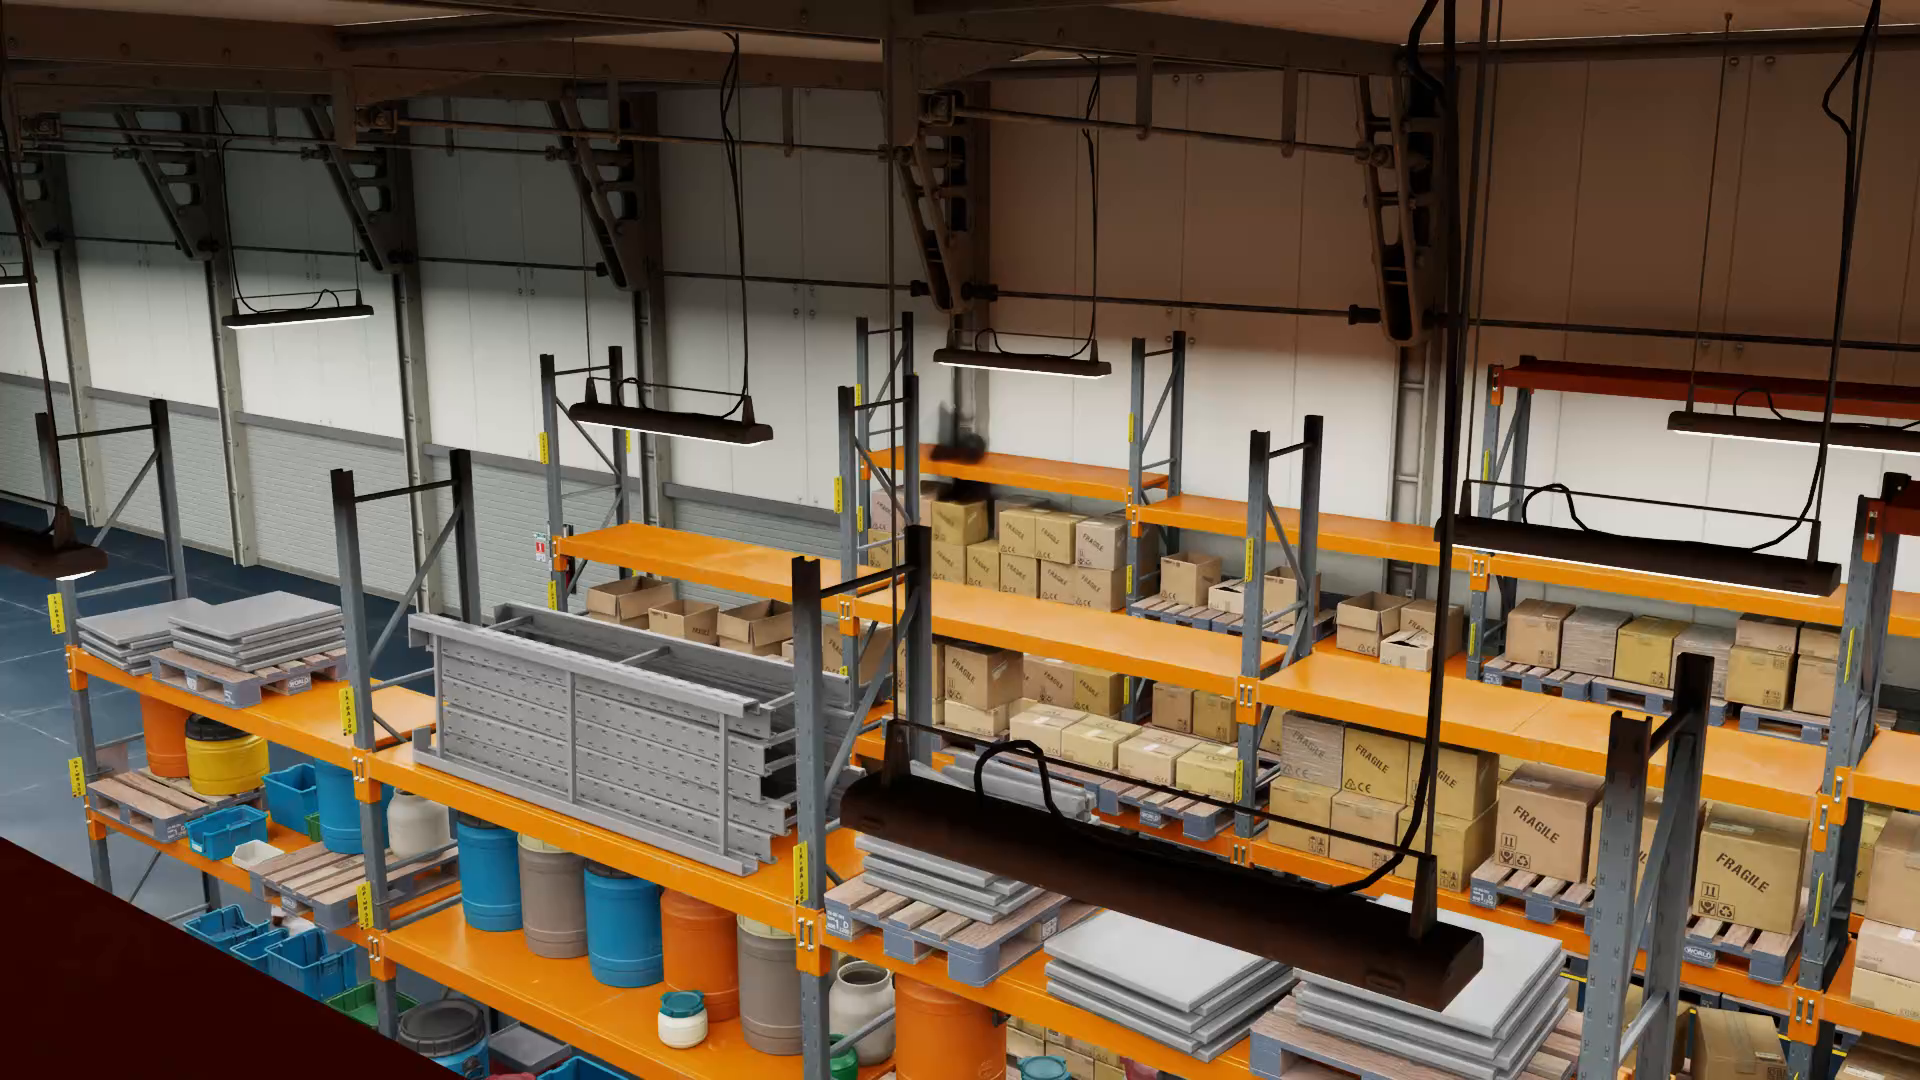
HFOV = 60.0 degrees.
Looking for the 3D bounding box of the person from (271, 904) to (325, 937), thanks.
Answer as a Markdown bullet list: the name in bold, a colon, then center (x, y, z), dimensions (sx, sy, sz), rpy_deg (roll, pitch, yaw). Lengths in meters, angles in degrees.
- **person**: center (-6.134, 3.671, 15.588), dimensions (0.923, 1.763, 0.728), rpy_deg (6, 14, 25)
